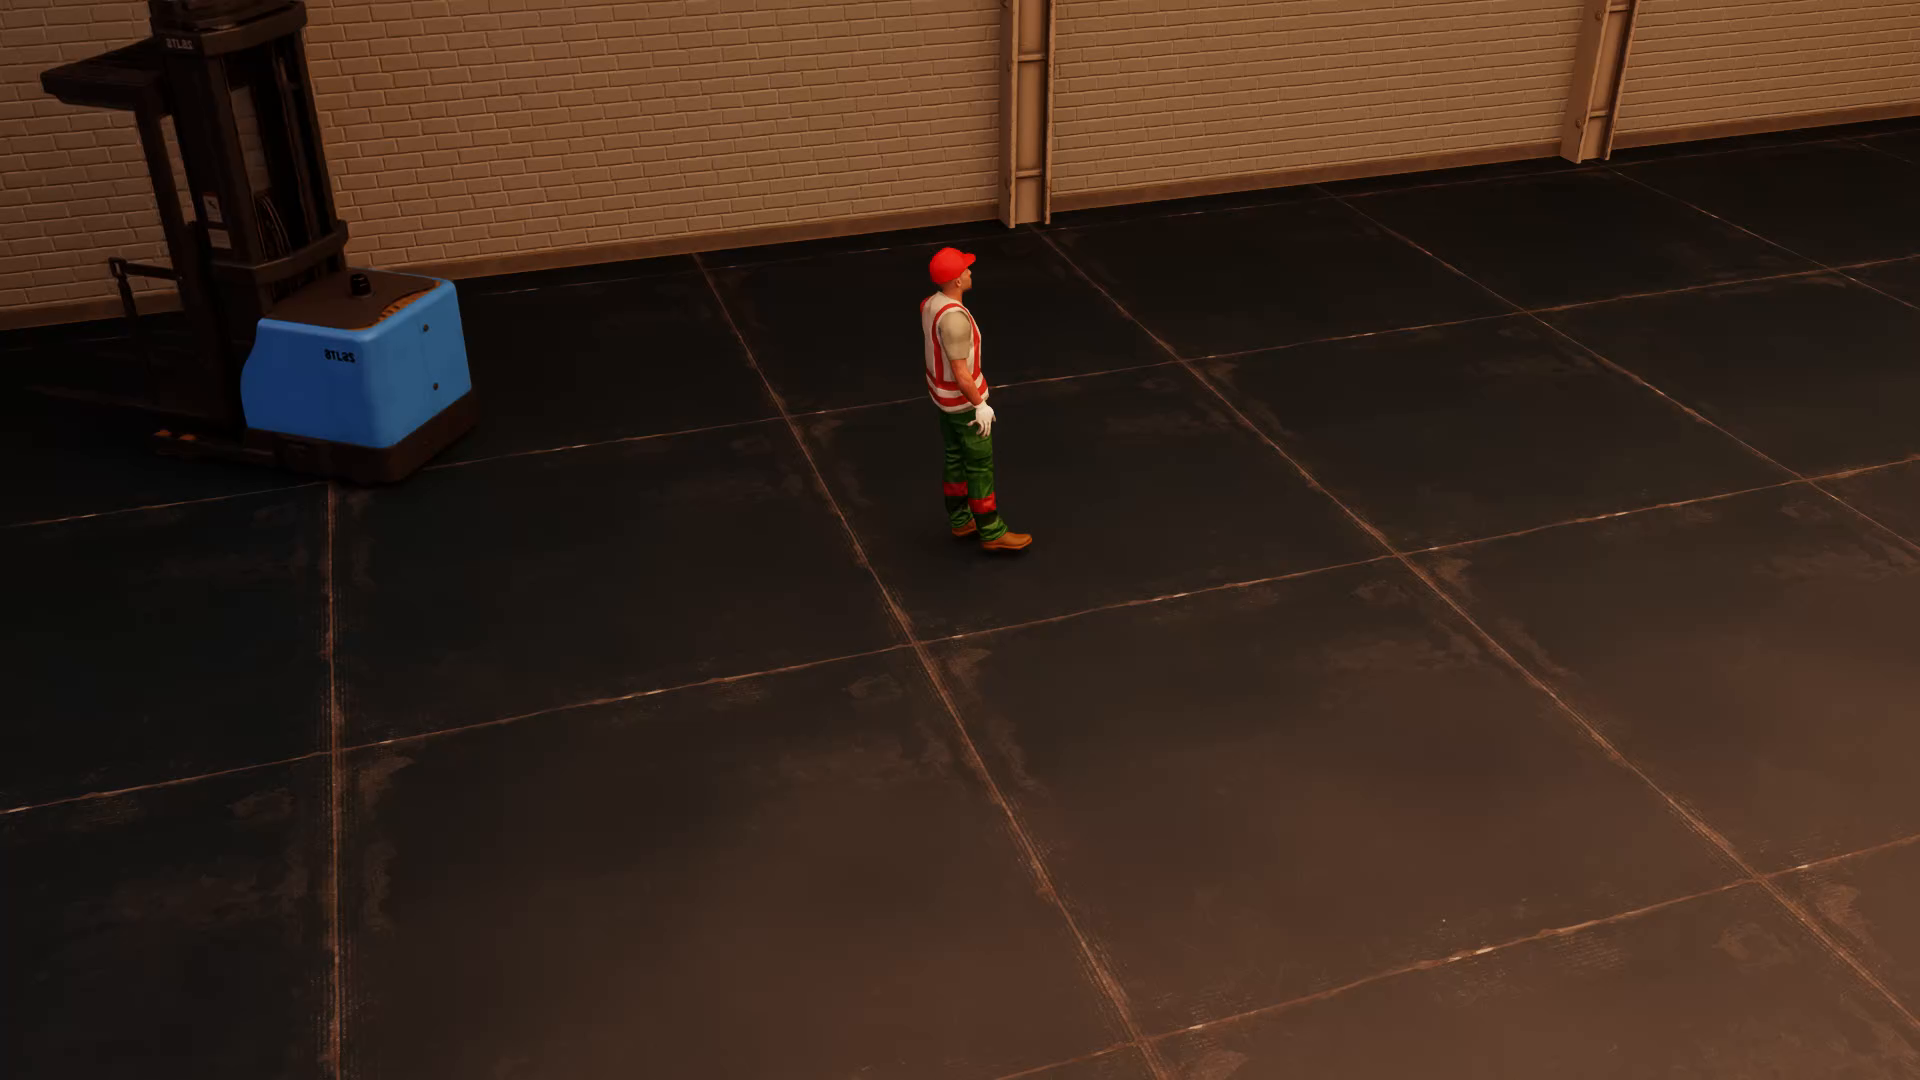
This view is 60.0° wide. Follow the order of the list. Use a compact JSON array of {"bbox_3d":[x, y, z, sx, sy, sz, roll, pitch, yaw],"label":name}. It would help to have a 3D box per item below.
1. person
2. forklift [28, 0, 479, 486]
[{"bbox_3d":[0.080,-0.824,9.568,0.561,1.789,0.637,-10,31,-16],"label":"person"},{"bbox_3d":[-4.840,-2.037,10.627,3.031,2.935,1.130,9,31,16],"label":"forklift"}]
